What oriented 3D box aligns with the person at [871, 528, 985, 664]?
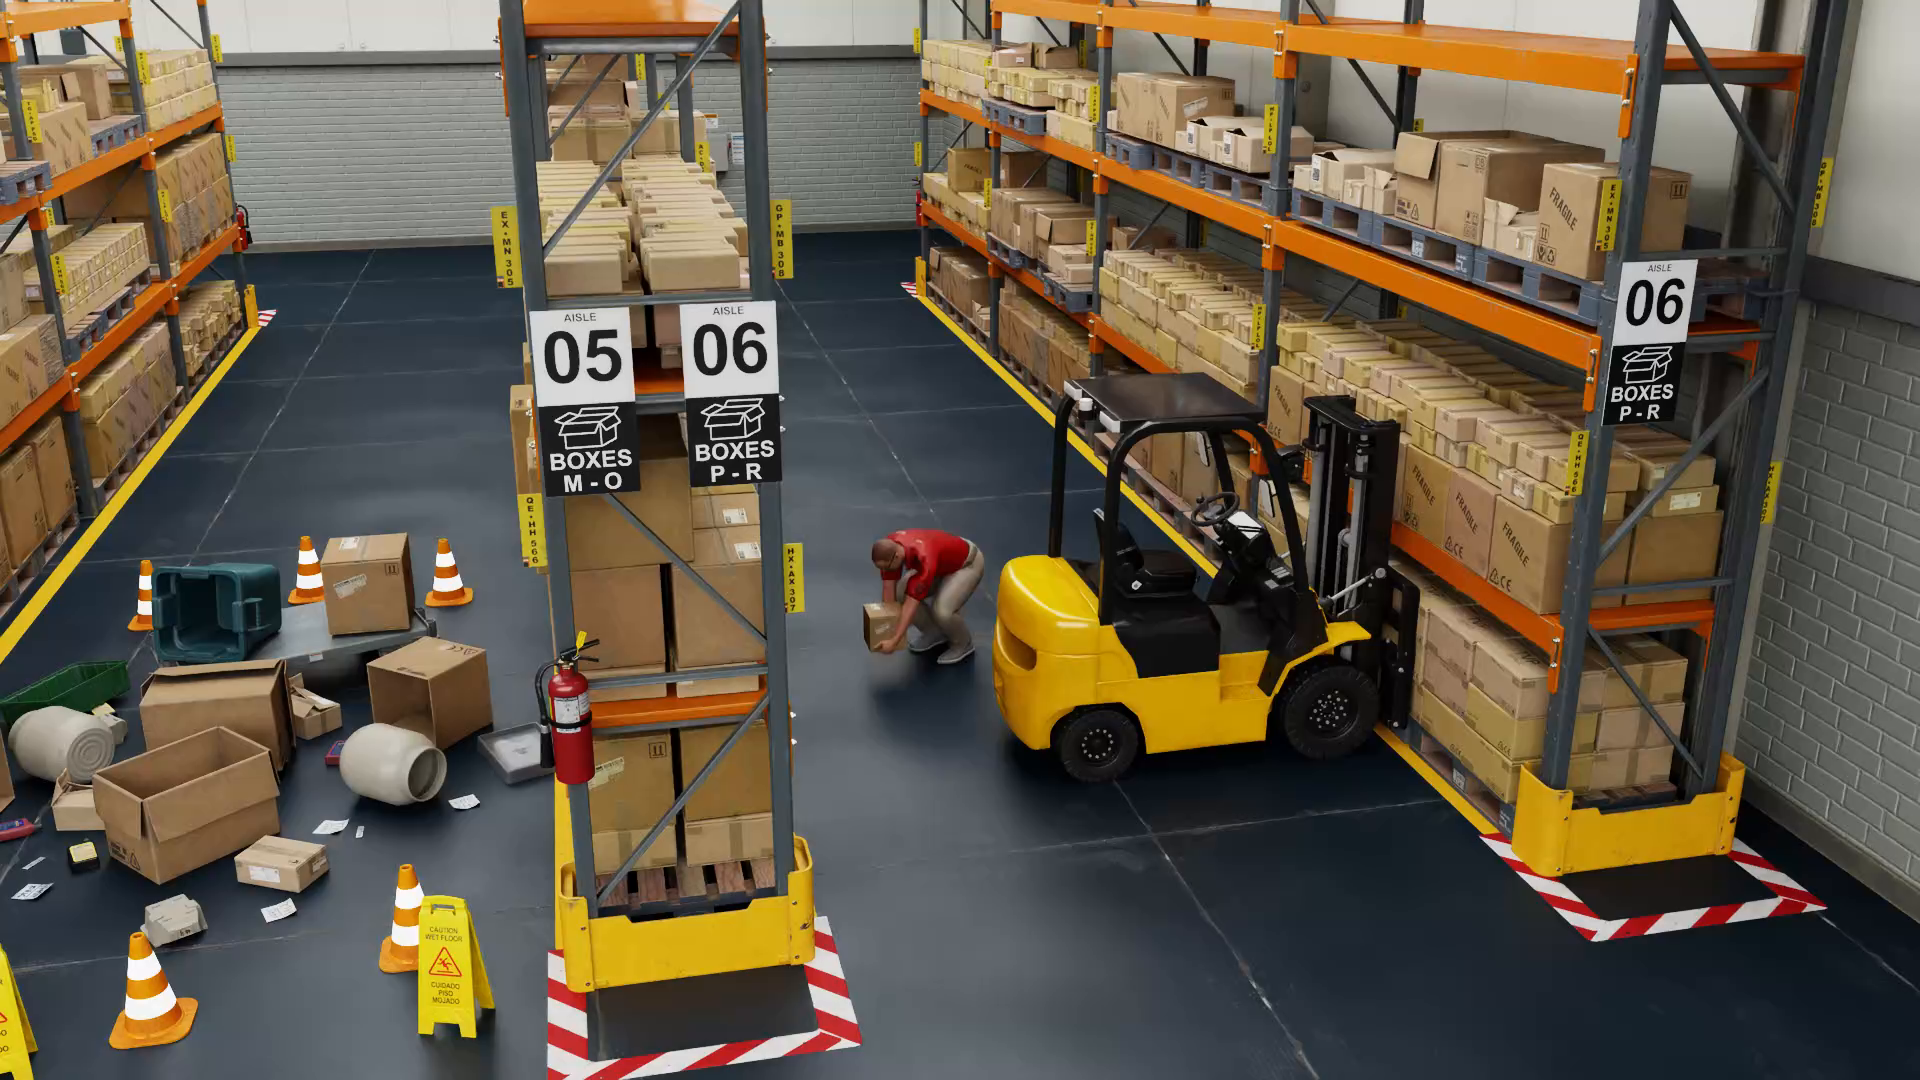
[{"bbox_3d":[-0.250,0.363,11.219,0.965,0.967,0.544,-17,26,-40],"label":"person"}]
